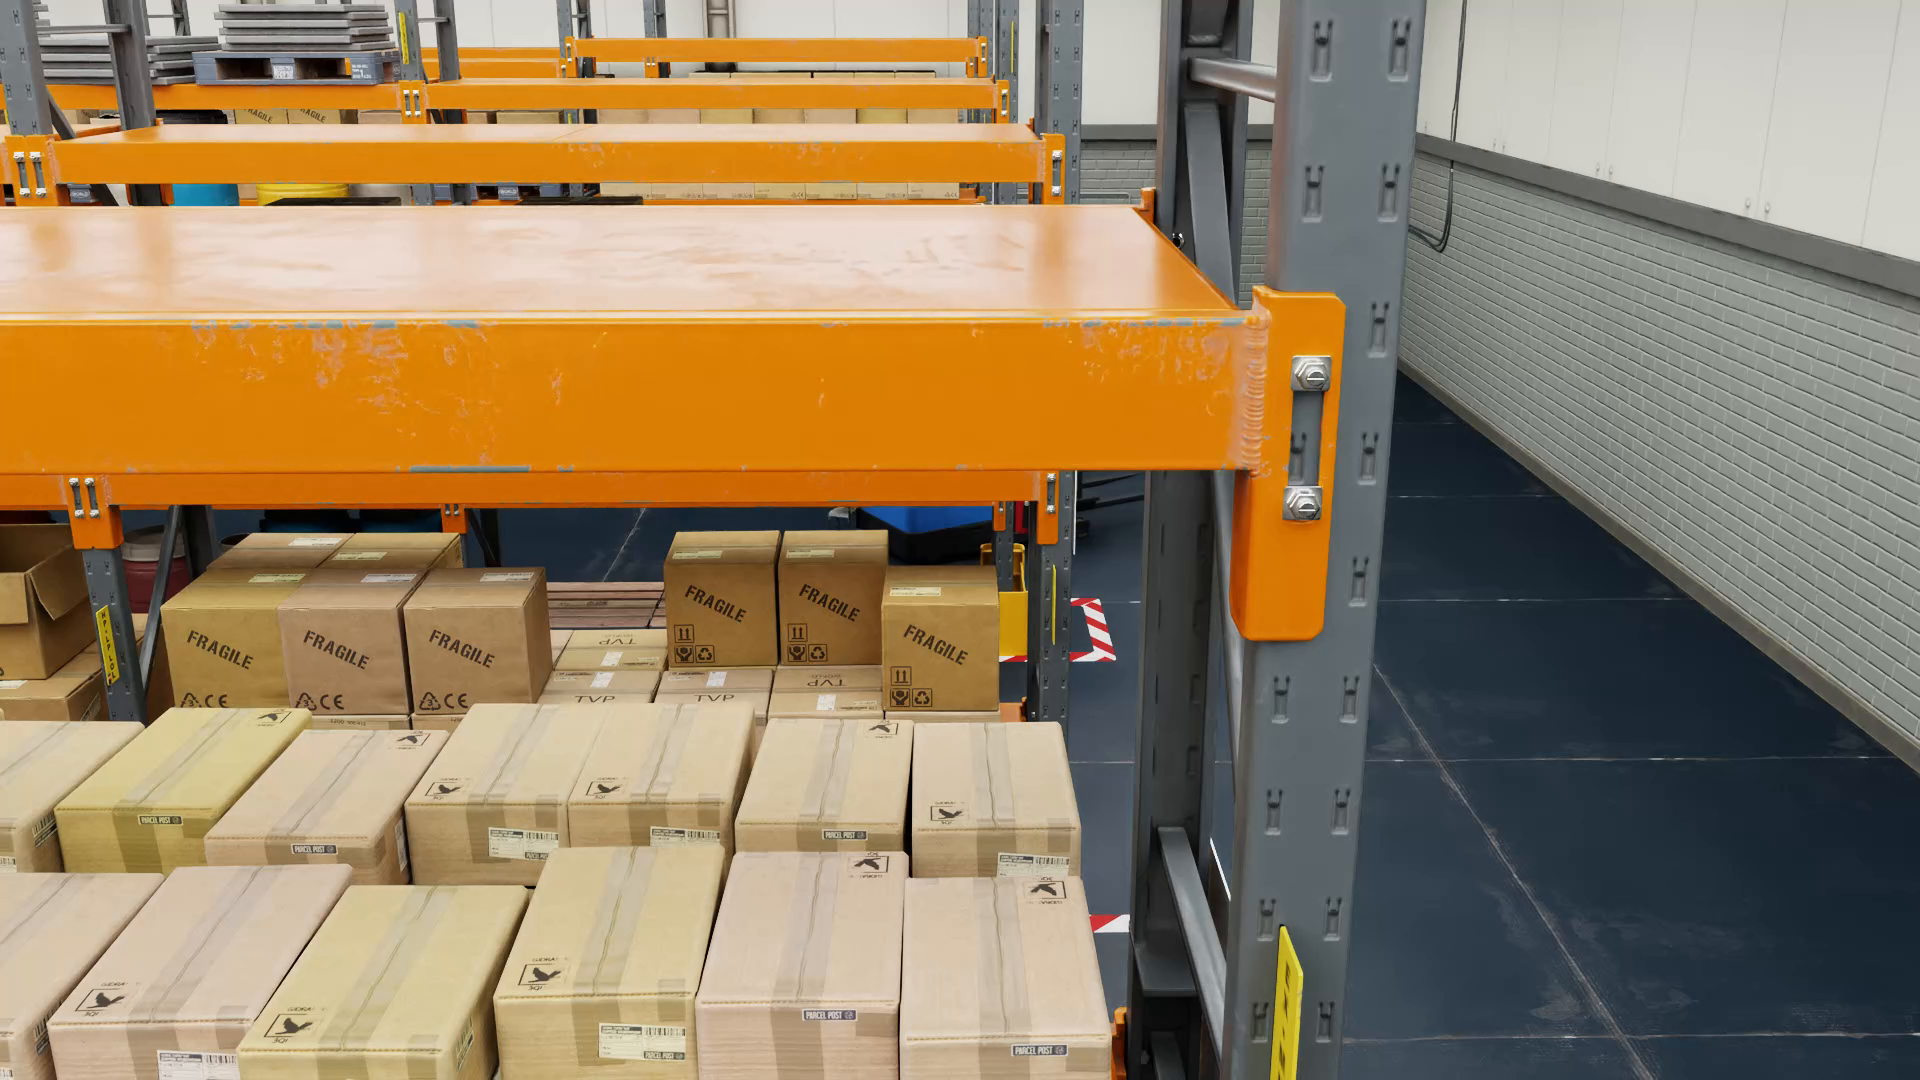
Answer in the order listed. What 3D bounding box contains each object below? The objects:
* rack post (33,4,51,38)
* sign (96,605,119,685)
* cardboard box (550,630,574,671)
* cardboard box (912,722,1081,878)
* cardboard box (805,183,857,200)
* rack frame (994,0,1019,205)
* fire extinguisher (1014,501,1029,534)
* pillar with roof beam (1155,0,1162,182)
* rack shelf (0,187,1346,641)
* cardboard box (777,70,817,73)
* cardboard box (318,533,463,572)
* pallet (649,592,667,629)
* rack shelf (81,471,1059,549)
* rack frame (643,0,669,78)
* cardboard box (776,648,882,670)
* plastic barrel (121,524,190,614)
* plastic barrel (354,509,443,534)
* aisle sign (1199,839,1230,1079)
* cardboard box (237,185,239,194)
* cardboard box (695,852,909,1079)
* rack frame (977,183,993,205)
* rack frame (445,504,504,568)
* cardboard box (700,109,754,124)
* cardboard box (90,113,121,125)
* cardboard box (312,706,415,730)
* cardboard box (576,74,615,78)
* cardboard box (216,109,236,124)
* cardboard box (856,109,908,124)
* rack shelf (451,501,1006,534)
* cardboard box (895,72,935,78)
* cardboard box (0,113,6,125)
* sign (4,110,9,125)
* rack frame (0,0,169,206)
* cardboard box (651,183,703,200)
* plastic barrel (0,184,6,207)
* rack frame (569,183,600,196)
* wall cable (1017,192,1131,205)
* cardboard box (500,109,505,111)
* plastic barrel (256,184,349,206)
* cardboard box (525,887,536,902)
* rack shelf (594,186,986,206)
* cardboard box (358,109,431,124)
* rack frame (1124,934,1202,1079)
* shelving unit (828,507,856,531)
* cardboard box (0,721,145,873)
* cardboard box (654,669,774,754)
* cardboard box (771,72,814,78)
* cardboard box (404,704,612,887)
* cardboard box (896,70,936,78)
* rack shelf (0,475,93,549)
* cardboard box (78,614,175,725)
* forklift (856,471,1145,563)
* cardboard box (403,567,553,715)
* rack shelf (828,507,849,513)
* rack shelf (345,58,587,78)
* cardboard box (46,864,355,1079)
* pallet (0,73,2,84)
[{"bbox_3d":[-6.953,-3.539,11.473,0.937,0.300,0.954,0,18,-1],"label":"rack post"},{"bbox_3d":[-3.581,0.443,6.991,0.005,0.325,0.100,0,18,-1],"label":"sign"},{"bbox_3d":[-2.134,0.632,7.924,0.500,0.250,0.500,0,18,0],"label":"cardboard box"},{"bbox_3d":[0.050,0.434,2.648,0.250,0.149,0.380,0,18,-1],"label":"cardboard box"},{"bbox_3d":[-1.262,-3.523,16.453,0.500,0.250,0.500,0,18,-1],"label":"cardboard box"},{"bbox_3d":[0.322,-3.598,11.531,0.127,3.000,1.000,0,18,-1],"label":"rack frame"},{"bbox_3d":[0.480,-0.389,12.086,0.183,0.674,0.296,0,18,-1],"label":"fire extinguisher"},{"bbox_3d":[2.920,-5.586,17.729,0.400,9.000,9.100,0,18,-1],"label":"pillar with roof beam"},{"bbox_3d":[-1.622,-0.216,2.172,4.000,0.370,1.077,0,18,-1],"label":"rack shelf"},{"bbox_3d":[-2.100,-5.796,21.460,0.500,0.500,0.500,-1,18,-3],"label":"cardboard box"},{"bbox_3d":[-2.643,0.278,7.800,0.500,0.500,0.500,0,18,0],"label":"cardboard box"},{"bbox_3d":[-1.720,0.584,12.883,1.213,0.211,1.003,0,18,-1],"label":"pallet"},{"bbox_3d":[-1.600,-0.305,7.354,4.000,0.370,1.077,0,18,-1],"label":"rack shelf"},{"bbox_3d":[-3.834,-6.604,20.903,0.127,3.000,1.000,0,18,-1],"label":"rack frame"},{"bbox_3d":[-0.604,0.626,7.945,0.500,0.250,0.500,0,18,-2],"label":"cardboard box"},{"bbox_3d":[-6.059,0.233,12.672,0.708,0.588,0.600,0,18,-1],"label":"plastic barrel"},{"bbox_3d":[-4.222,0.075,12.652,0.708,0.901,0.600,0,18,-1],"label":"plastic barrel"},{"bbox_3d":[0.446,0.957,2.898,0.004,0.787,0.394,0,18,-1],"label":"aisle sign"},{"bbox_3d":[-7.316,-3.704,16.609,0.500,0.500,0.910,0,18,-1],"label":"cardboard box"},{"bbox_3d":[-0.198,0.571,2.220,0.250,0.149,0.380,0,18,0],"label":"cardboard box"},{"bbox_3d":[0.248,-2.254,17.164,0.127,3.000,1.000,0,18,-1],"label":"rack frame"},{"bbox_3d":[-3.677,-0.722,12.387,0.127,3.000,1.000,0,18,-1],"label":"rack frame"},{"bbox_3d":[-2.264,-4.164,16.407,0.500,0.500,0.700,0,18,-1],"label":"cardboard box"},{"bbox_3d":[-10.669,-5.276,21.132,0.500,0.311,0.500,0,18,1],"label":"cardboard box"},{"bbox_3d":[-2.628,0.797,7.410,0.500,0.250,0.500,0,18,-1],"label":"cardboard box"},{"bbox_3d":[-4.716,-5.826,21.276,0.500,0.250,0.500,1,18,3],"label":"cardboard box"},{"bbox_3d":[-7.315,-4.168,16.418,0.500,0.500,0.500,0,18,-1],"label":"cardboard box"},{"bbox_3d":[-0.767,-4.222,16.587,0.500,0.500,0.700,0,18,-1],"label":"cardboard box"},{"bbox_3d":[-1.678,-0.389,12.527,4.000,0.370,1.077,0,18,-1],"label":"rack shelf"},{"bbox_3d":[-0.562,-5.642,20.980,0.500,0.500,0.500,0,18,-1],"label":"cardboard box"},{"bbox_3d":[-12.336,-5.117,20.980,0.500,0.500,0.500,0,18,1],"label":"cardboard box"},{"bbox_3d":[-11.817,-5.218,20.646,0.005,0.325,0.100,0,18,-1],"label":"sign"},{"bbox_3d":[-3.599,-2.066,6.755,0.127,3.000,1.000,0,18,-1],"label":"rack frame"},{"bbox_3d":[-2.762,-3.520,16.444,0.500,0.250,0.500,0,18,-1],"label":"cardboard box"},{"bbox_3d":[-7.109,-2.537,11.745,0.708,0.830,0.600,0,18,-1],"label":"plastic barrel"},{"bbox_3d":[-3.752,-2.235,17.104,0.127,3.000,1.000,0,18,-1],"label":"rack frame"},{"bbox_3d":[1.431,-4.546,22.645,1.851,1.984,0.084,0,18,-1],"label":"wall cable"},{"bbox_3d":[-5.773,-5.457,21.354,0.500,0.500,0.700,0,18,-1],"label":"cardboard box"},{"bbox_3d":[-4.587,-2.373,11.629,0.600,0.588,0.600,0,18,0],"label":"plastic barrel"},{"bbox_3d":[-0.587,0.617,2.729,0.500,0.250,0.500,0,18,-2],"label":"cardboard box"},{"bbox_3d":[-1.752,-3.330,16.785,4.000,0.370,1.077,0,18,-1],"label":"rack shelf"},{"bbox_3d":[-5.590,-3.971,16.591,0.600,0.600,0.600,-1,18,-3],"label":"cardboard box"},{"bbox_3d":[0.377,2.287,3.008,0.127,3.000,1.000,0,18,-1],"label":"rack frame"},{"bbox_3d":[-1.048,-0.443,14.956,0.210,0.900,0.258,6,19,19],"label":"shelving unit"},{"bbox_3d":[-1.503,0.433,2.652,0.250,0.149,0.380,0,18,1],"label":"cardboard box"},{"bbox_3d":[-1.096,0.789,7.435,0.500,0.250,0.500,-1,18,-3],"label":"cardboard box"},{"bbox_3d":[-2.109,-5.636,20.961,0.500,0.500,0.500,0,18,-1],"label":"cardboard box"},{"bbox_3d":[-0.721,0.410,2.723,0.250,0.149,0.380,0,18,0],"label":"cardboard box"},{"bbox_3d":[-0.568,-5.799,21.470,0.500,0.500,0.500,-1,18,-3],"label":"cardboard box"},{"bbox_3d":[-5.599,-0.285,7.293,4.000,0.370,1.077,0,18,-1],"label":"rack shelf"},{"bbox_3d":[-4.063,0.669,7.888,0.500,0.500,0.500,0,18,-1],"label":"cardboard box"},{"bbox_3d":[0.589,-1.516,14.974,3.031,2.935,1.130,-11,21,-30],"label":"forklift"},{"bbox_3d":[-2.104,0.435,7.311,0.500,0.500,0.500,-1,18,-3],"label":"cardboard box"},{"bbox_3d":[-1.048,-0.326,14.994,0.200,0.077,0.258,6,19,19],"label":"rack shelf"},{"bbox_3d":[-5.752,-4.549,16.328,4.000,0.370,1.077,0,18,-1],"label":"rack shelf"},{"bbox_3d":[-0.972,0.583,2.182,0.250,0.149,0.380,-1,18,-2],"label":"cardboard box"},{"bbox_3d":[-6.955,-3.273,11.482,1.003,0.211,1.213,0,18,-1],"label":"pallet"}]
